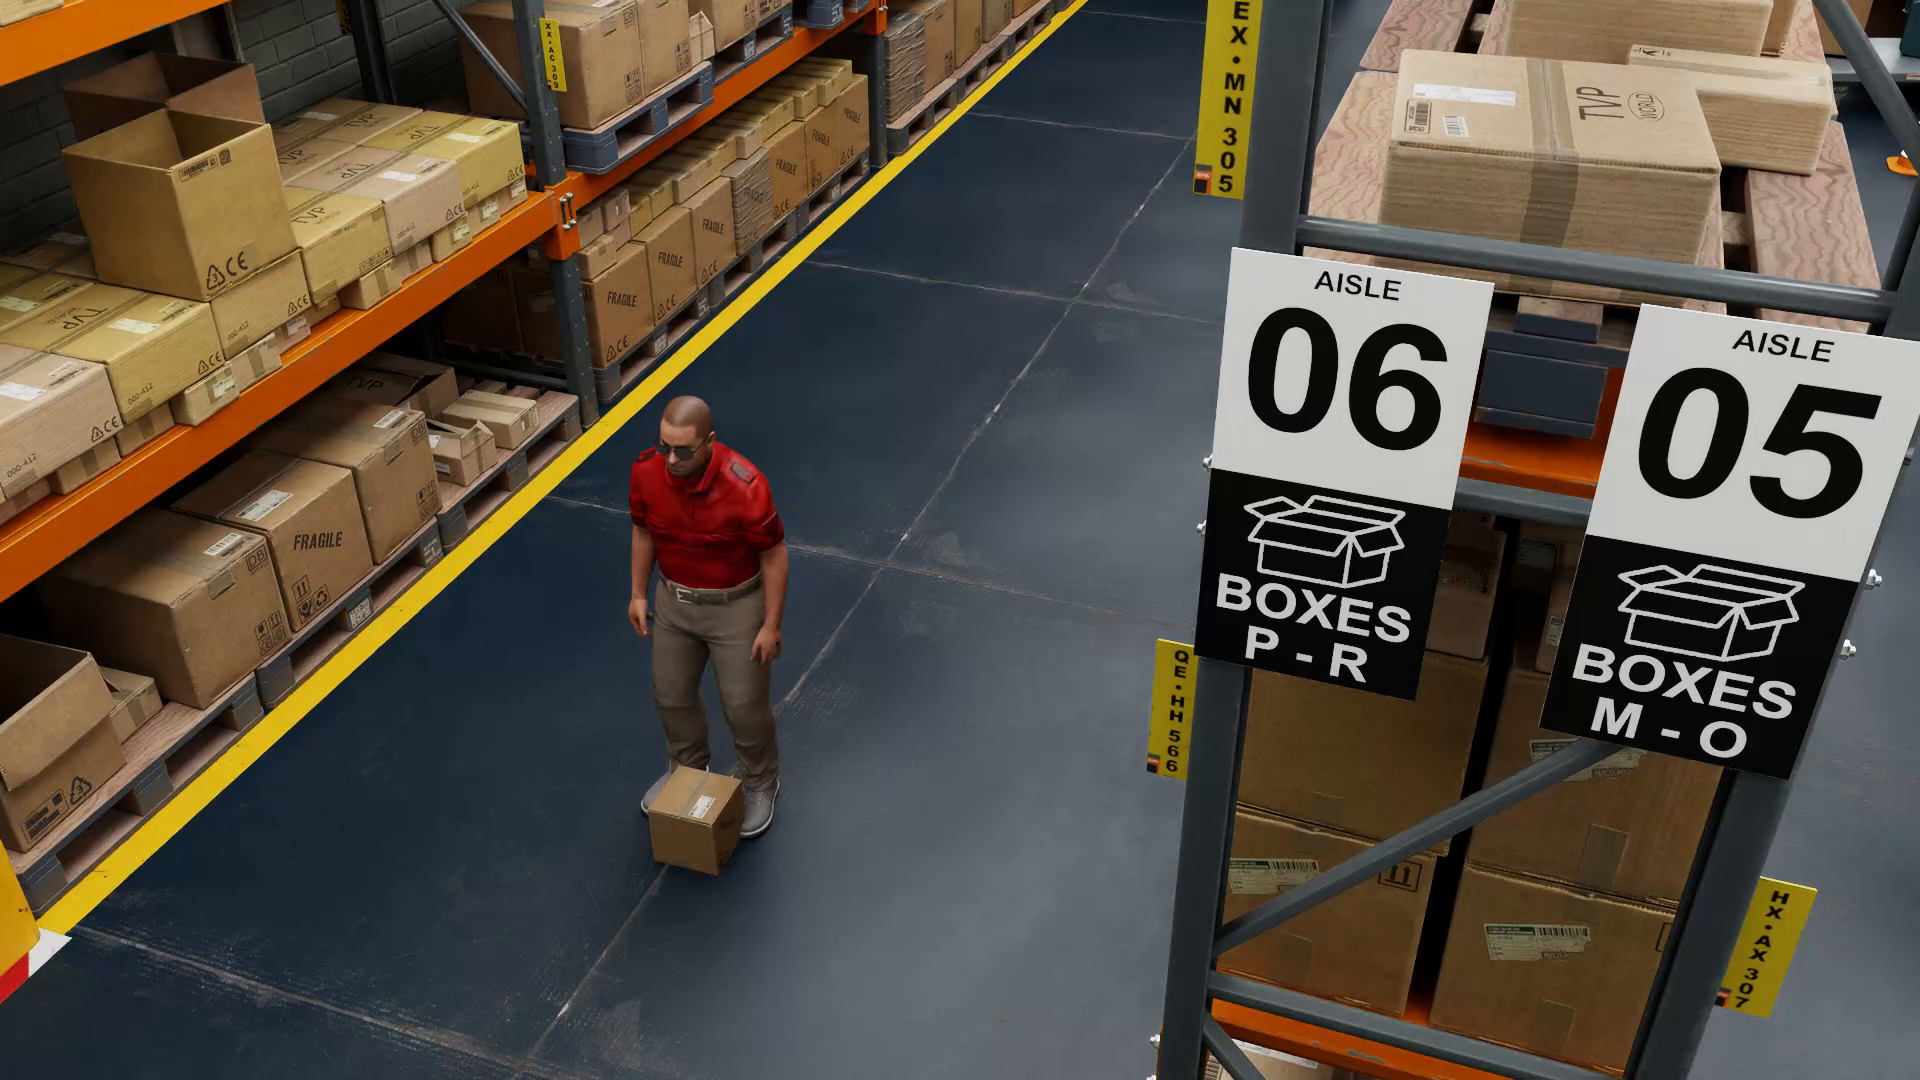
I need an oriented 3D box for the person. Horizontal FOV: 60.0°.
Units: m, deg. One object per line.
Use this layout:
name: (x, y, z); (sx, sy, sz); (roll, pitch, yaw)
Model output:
person: (-0.871, 0.249, 5.768); (0.585, 1.727, 0.392); (11, 35, 17)
